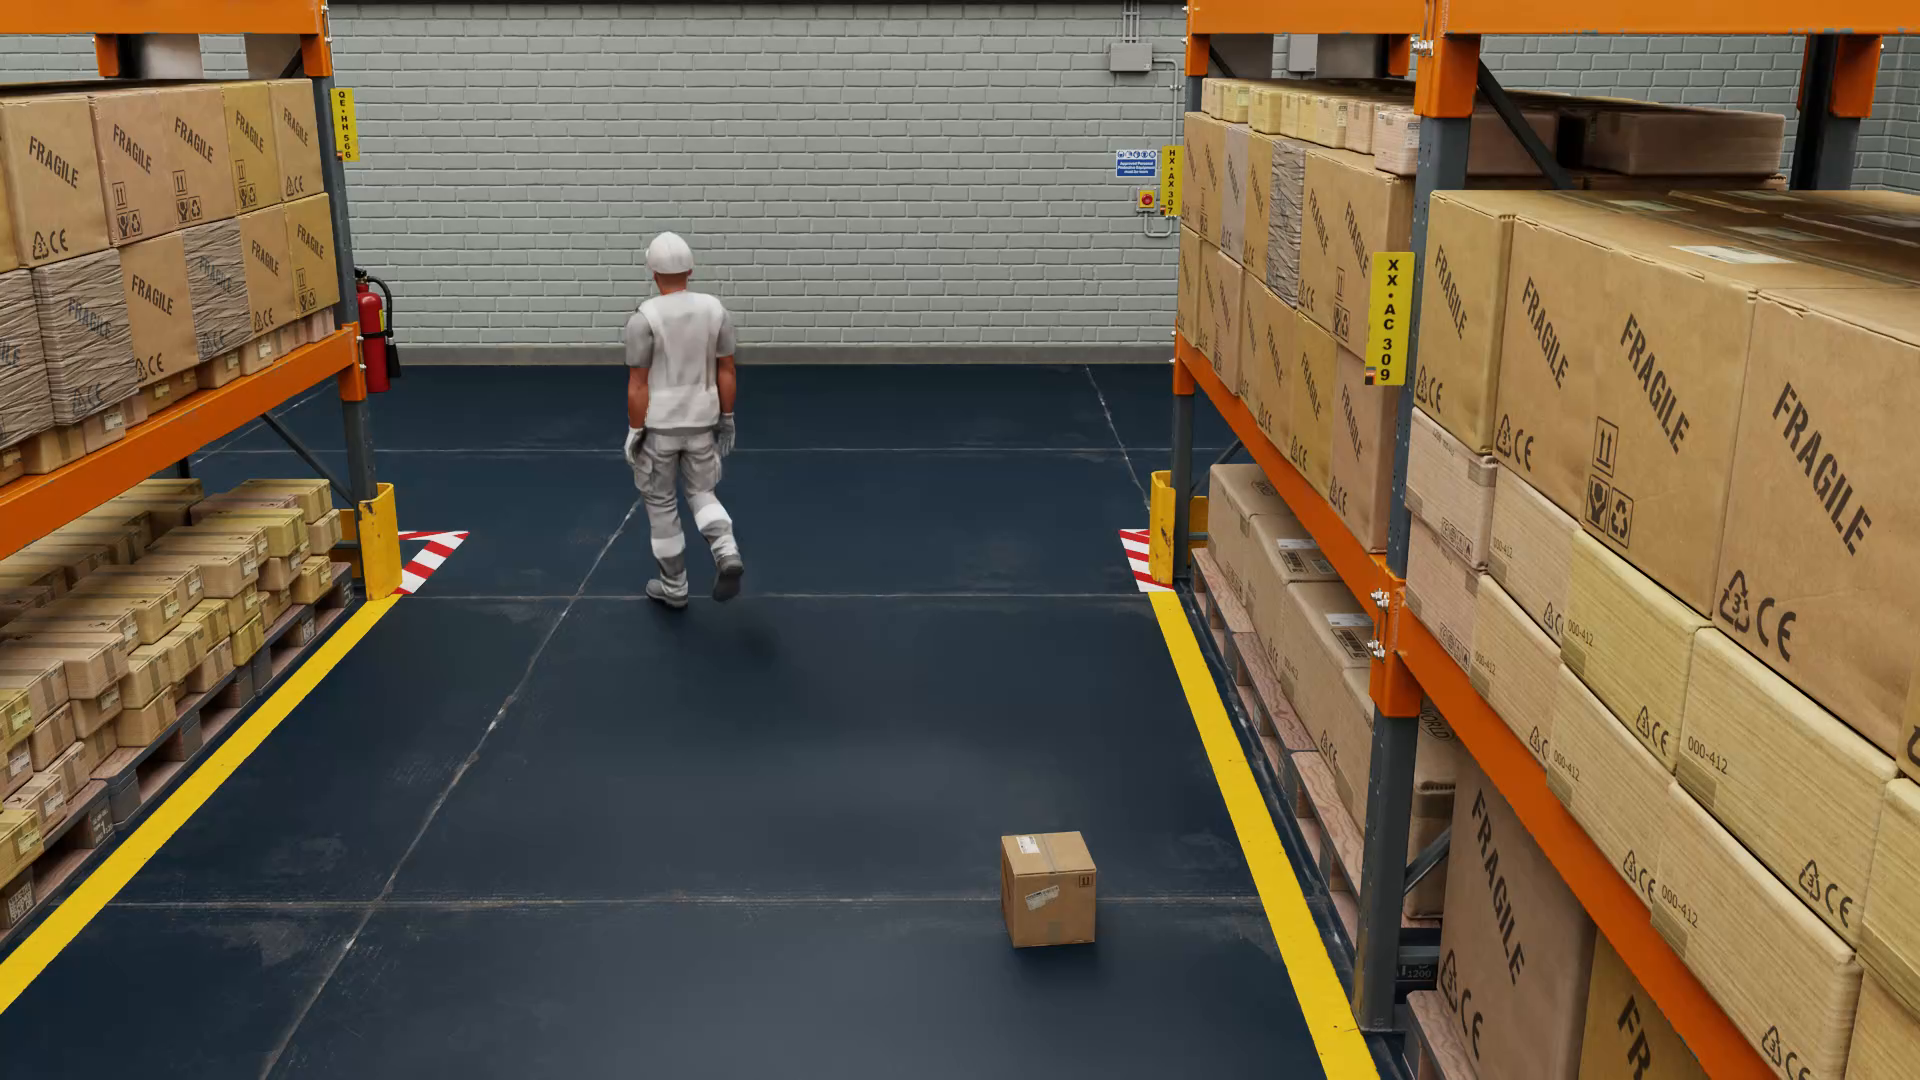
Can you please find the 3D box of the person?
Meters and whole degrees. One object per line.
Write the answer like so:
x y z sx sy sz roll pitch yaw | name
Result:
-1.279 -0.522 7.654 0.549 1.777 0.672 -11 20 -32 | person
